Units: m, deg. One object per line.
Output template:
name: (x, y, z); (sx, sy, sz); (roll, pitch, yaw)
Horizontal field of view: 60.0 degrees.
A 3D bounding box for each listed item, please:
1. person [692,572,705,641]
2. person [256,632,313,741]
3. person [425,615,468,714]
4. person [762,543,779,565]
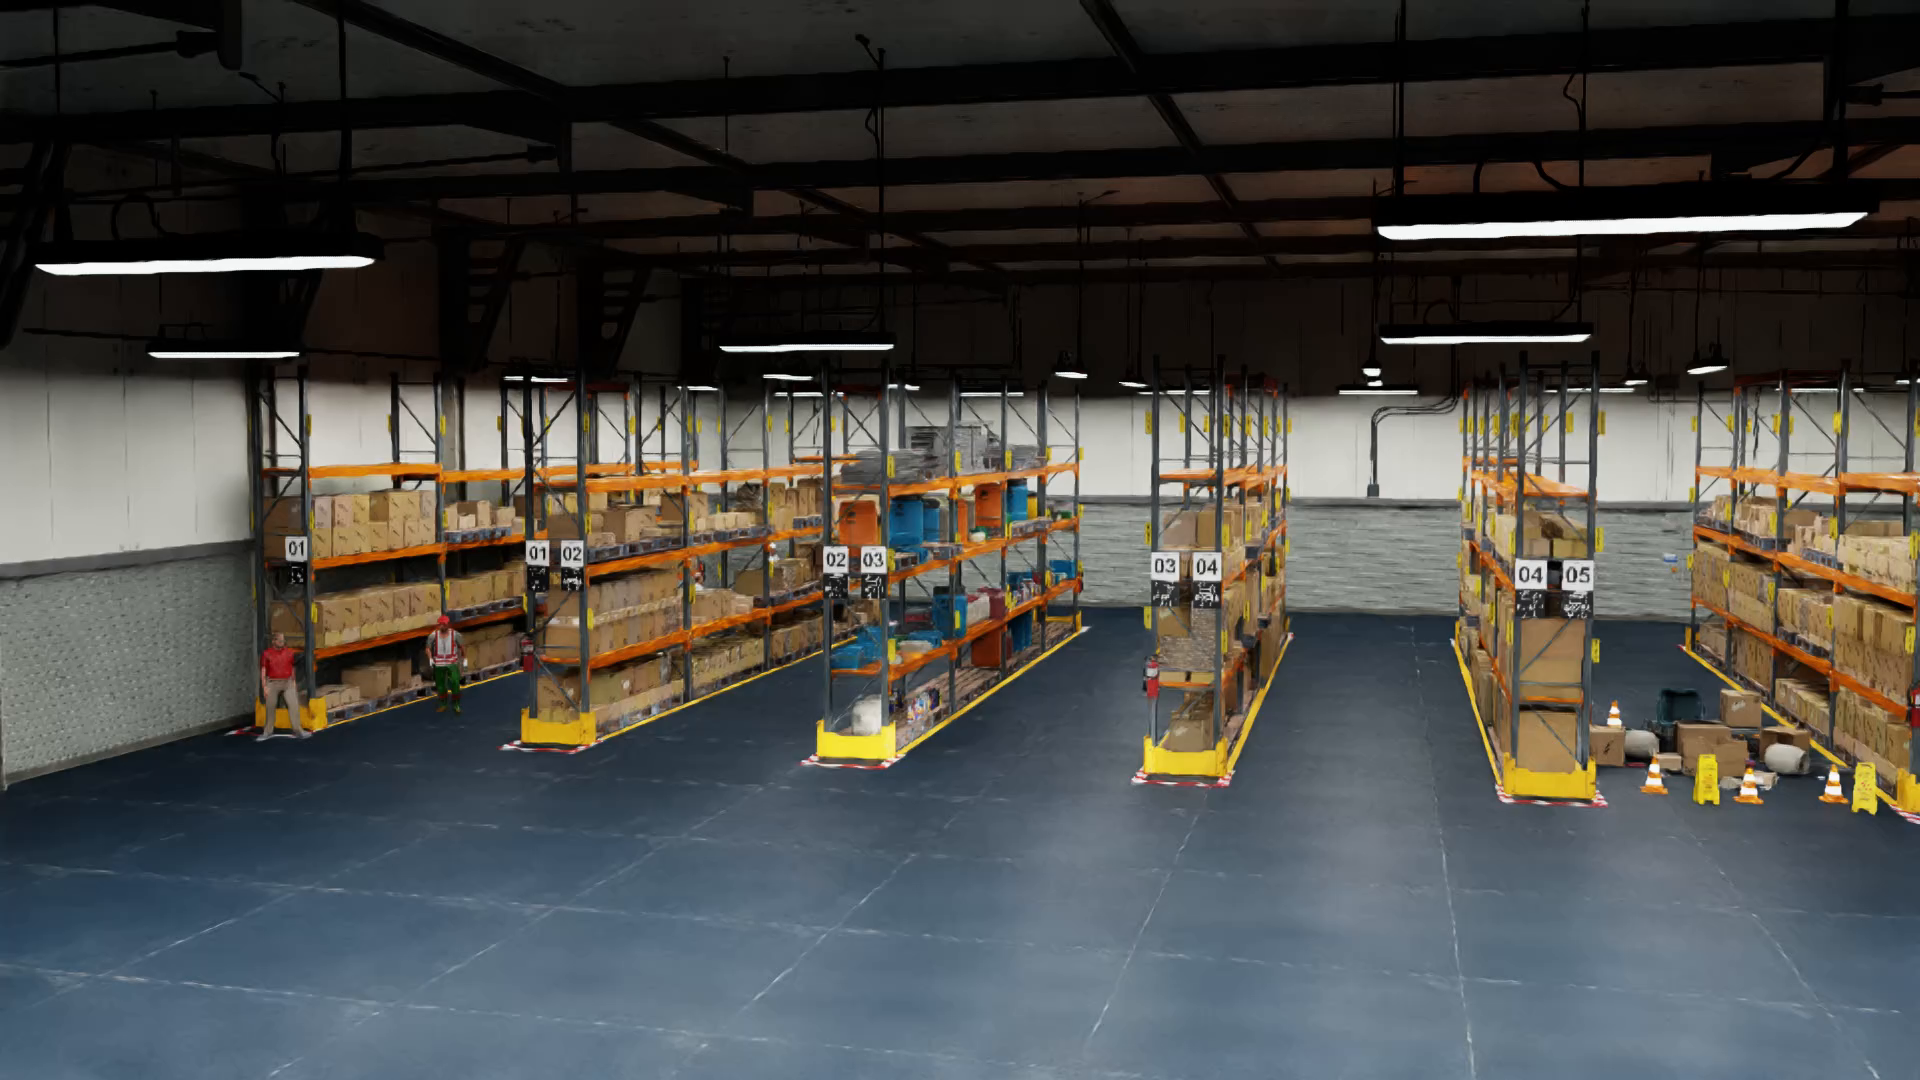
person: (-5.643, 1.596, 36.259); (0.505, 1.788, 0.640); (-1, 4, -16)
person: (-10.768, 2.311, 26.407); (0.772, 1.719, 0.582); (-3, 5, -39)
person: (-8.891, 2.147, 28.797); (0.678, 1.732, 0.752); (-1, 4, -7)
person: (-5.325, 0.955, 45.984); (0.713, 1.766, 0.492); (-2, 5, -32)
